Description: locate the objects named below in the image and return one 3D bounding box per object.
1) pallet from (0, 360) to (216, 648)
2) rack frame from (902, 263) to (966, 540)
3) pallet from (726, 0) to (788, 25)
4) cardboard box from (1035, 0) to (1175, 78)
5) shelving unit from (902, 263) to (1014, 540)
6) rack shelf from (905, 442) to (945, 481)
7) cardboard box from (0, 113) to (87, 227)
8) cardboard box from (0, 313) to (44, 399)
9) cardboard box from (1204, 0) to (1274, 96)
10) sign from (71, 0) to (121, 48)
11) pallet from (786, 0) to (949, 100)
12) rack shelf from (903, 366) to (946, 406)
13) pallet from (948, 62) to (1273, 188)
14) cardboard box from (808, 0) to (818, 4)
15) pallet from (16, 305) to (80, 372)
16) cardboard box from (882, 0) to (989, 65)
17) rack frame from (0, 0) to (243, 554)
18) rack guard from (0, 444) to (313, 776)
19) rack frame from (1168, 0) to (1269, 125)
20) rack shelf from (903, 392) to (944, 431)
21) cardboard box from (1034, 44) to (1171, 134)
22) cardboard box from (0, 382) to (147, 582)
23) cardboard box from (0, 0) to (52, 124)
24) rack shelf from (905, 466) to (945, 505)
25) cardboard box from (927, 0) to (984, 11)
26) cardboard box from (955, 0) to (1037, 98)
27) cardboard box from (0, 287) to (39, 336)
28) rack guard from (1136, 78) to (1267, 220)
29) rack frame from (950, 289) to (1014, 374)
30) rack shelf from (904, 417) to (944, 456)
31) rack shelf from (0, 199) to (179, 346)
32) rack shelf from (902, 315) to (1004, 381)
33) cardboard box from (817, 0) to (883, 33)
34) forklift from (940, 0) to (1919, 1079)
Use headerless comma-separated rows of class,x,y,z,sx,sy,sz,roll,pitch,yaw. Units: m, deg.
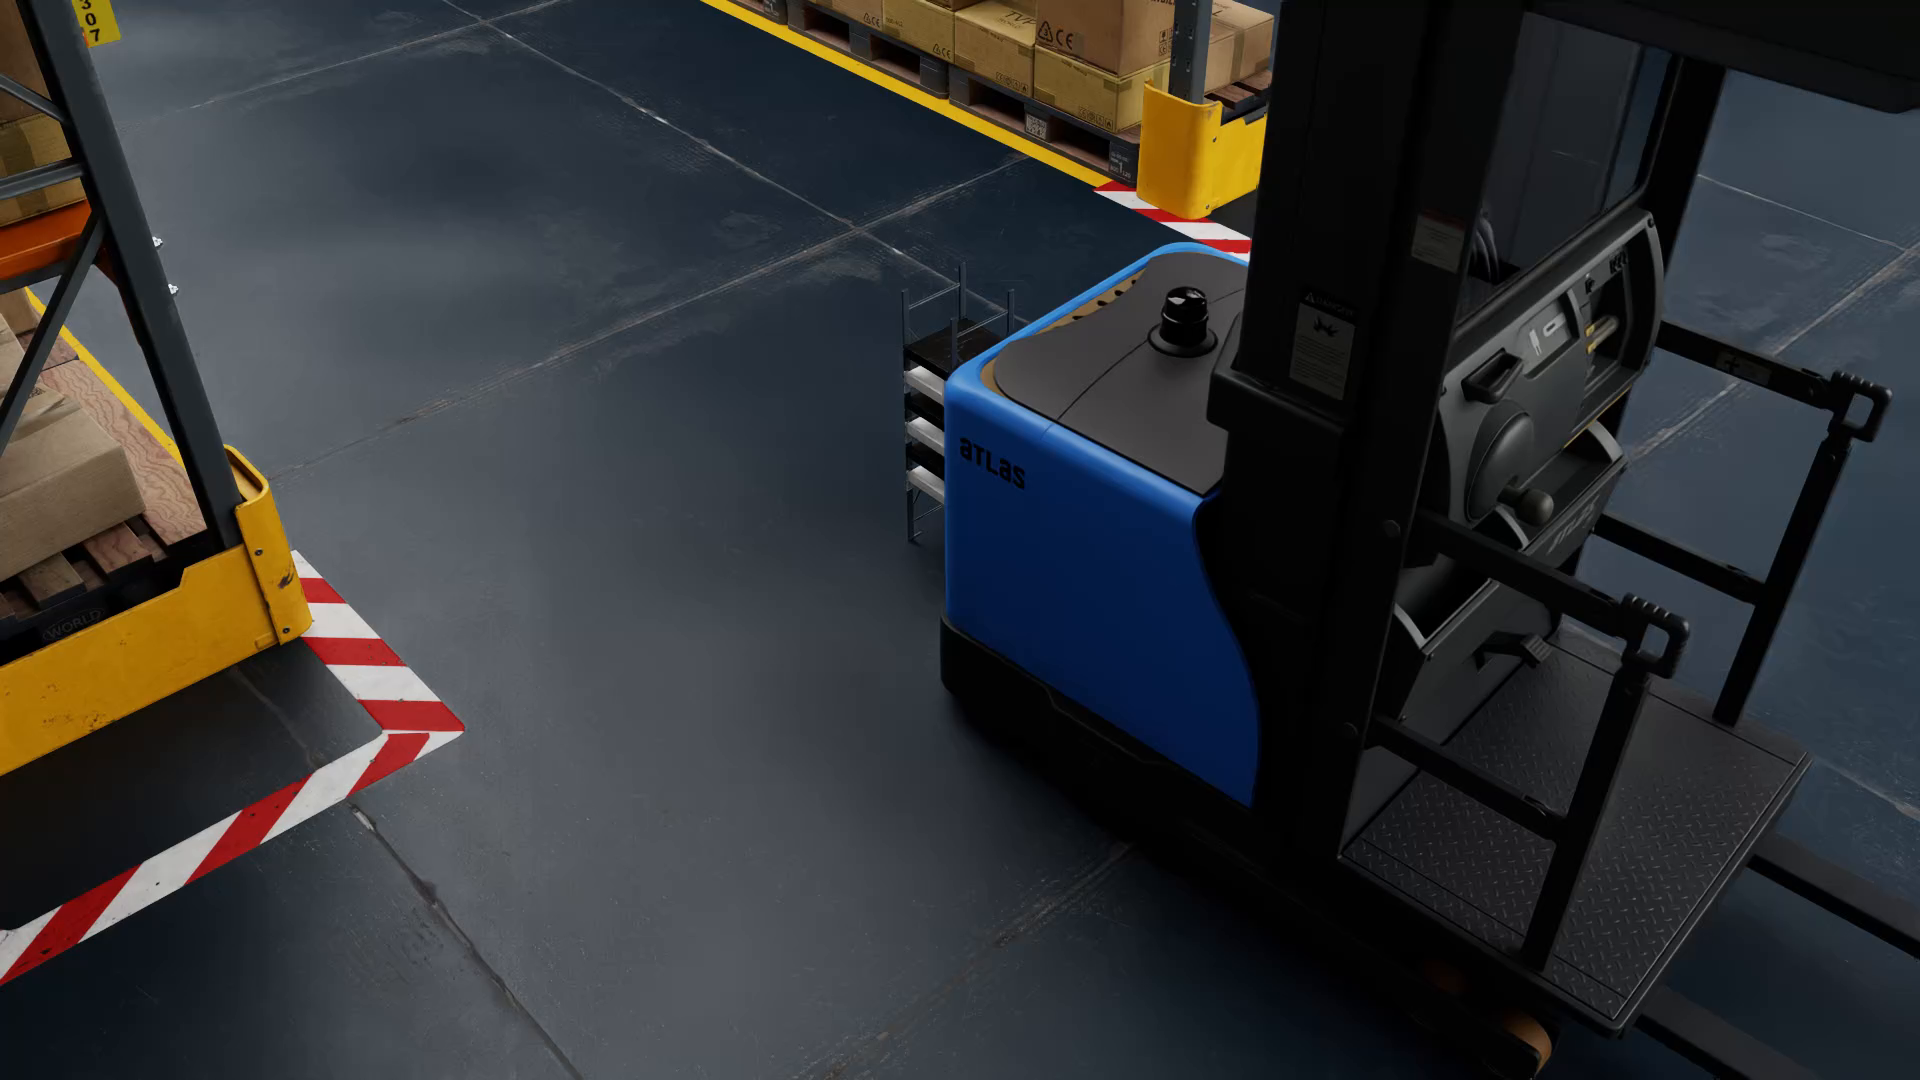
pallet,-2.969,-0.050,5.144,1.003,0.211,1.213,-30,48,-32
rack frame,-0.074,-0.401,5.030,0.240,0.900,0.006,-30,48,-32
pallet,-0.946,-3.196,9.039,1.003,0.211,1.213,-30,48,-32
cardboard box,0.670,-2.323,6.996,0.500,0.500,0.500,-30,48,-32
shelving unit,-0.005,-0.354,4.972,0.258,0.900,0.210,-30,48,-32
rack shelf,-0.005,-0.258,5.049,0.258,0.077,0.200,-30,48,-32
cardboard box,-2.490,-1.019,4.228,0.500,0.250,0.500,-31,48,-33
cardboard box,-3.181,-0.456,5.217,0.500,0.311,0.500,-26,46,-28
cardboard box,1.053,-2.252,7.505,0.500,0.250,0.500,-30,48,-32
sign,-1.995,-1.276,3.754,0.100,0.325,0.005,-30,48,-32
pallet,-0.117,-2.631,8.340,1.003,0.211,1.213,-30,48,-32
rack shelf,-0.005,-0.468,4.880,0.258,0.077,0.200,-30,48,-32
pallet,0.704,-2.067,7.641,1.003,0.211,1.213,-30,48,-32
cardboard box,-0.694,-2.950,8.369,0.500,0.250,0.500,-30,48,-32
pallet,-3.790,-0.614,5.843,1.003,0.211,1.213,-30,48,-32
cardboard box,-0.015,-2.489,7.798,0.500,0.250,0.500,-30,48,-32
rack frame,-2.394,-0.709,3.740,1.000,3.000,0.127,-30,48,-32
rack guard,-2.445,0.229,4.569,1.175,0.500,0.348,-30,48,-32
rack frame,1.252,-2.815,6.349,1.000,3.000,0.127,-30,48,-32
rack shelf,-0.005,-0.398,4.936,0.258,0.077,0.200,-30,48,-32
cardboard box,0.672,-2.032,7.232,0.500,0.250,0.500,-30,48,-32
cardboard box,-2.796,-0.192,4.890,0.500,0.311,0.500,29,47,31
cardboard box,-2.496,-1.298,3.977,0.500,0.500,0.500,-30,48,-32
rack shelf,-0.005,-0.188,5.106,0.258,0.077,0.200,-30,48,-32
cardboard box,-0.017,-2.779,7.561,0.500,0.500,0.500,-30,48,-32
cardboard box,0.325,-2.258,7.513,0.500,0.250,0.500,-30,48,-32
cardboard box,-3.641,-0.890,5.604,0.500,0.500,0.700,31,48,33
rack guard,1.269,-1.832,7.120,1.175,0.500,0.348,-30,48,-32
rack frame,0.063,-0.307,4.914,0.240,0.900,0.006,-30,48,-32
rack shelf,-0.005,-0.328,4.993,0.258,0.077,0.200,-30,48,-32
rack shelf,-3.747,-1.354,5.112,1.077,0.370,4.000,-30,48,-32
rack shelf,-0.005,-0.538,4.823,0.258,0.077,0.200,-30,48,-32
cardboard box,-0.351,-2.721,8.086,0.500,0.250,0.500,-30,48,-32
forklift,1.370,-0.300,3.289,3.031,2.935,1.130,30,48,32
